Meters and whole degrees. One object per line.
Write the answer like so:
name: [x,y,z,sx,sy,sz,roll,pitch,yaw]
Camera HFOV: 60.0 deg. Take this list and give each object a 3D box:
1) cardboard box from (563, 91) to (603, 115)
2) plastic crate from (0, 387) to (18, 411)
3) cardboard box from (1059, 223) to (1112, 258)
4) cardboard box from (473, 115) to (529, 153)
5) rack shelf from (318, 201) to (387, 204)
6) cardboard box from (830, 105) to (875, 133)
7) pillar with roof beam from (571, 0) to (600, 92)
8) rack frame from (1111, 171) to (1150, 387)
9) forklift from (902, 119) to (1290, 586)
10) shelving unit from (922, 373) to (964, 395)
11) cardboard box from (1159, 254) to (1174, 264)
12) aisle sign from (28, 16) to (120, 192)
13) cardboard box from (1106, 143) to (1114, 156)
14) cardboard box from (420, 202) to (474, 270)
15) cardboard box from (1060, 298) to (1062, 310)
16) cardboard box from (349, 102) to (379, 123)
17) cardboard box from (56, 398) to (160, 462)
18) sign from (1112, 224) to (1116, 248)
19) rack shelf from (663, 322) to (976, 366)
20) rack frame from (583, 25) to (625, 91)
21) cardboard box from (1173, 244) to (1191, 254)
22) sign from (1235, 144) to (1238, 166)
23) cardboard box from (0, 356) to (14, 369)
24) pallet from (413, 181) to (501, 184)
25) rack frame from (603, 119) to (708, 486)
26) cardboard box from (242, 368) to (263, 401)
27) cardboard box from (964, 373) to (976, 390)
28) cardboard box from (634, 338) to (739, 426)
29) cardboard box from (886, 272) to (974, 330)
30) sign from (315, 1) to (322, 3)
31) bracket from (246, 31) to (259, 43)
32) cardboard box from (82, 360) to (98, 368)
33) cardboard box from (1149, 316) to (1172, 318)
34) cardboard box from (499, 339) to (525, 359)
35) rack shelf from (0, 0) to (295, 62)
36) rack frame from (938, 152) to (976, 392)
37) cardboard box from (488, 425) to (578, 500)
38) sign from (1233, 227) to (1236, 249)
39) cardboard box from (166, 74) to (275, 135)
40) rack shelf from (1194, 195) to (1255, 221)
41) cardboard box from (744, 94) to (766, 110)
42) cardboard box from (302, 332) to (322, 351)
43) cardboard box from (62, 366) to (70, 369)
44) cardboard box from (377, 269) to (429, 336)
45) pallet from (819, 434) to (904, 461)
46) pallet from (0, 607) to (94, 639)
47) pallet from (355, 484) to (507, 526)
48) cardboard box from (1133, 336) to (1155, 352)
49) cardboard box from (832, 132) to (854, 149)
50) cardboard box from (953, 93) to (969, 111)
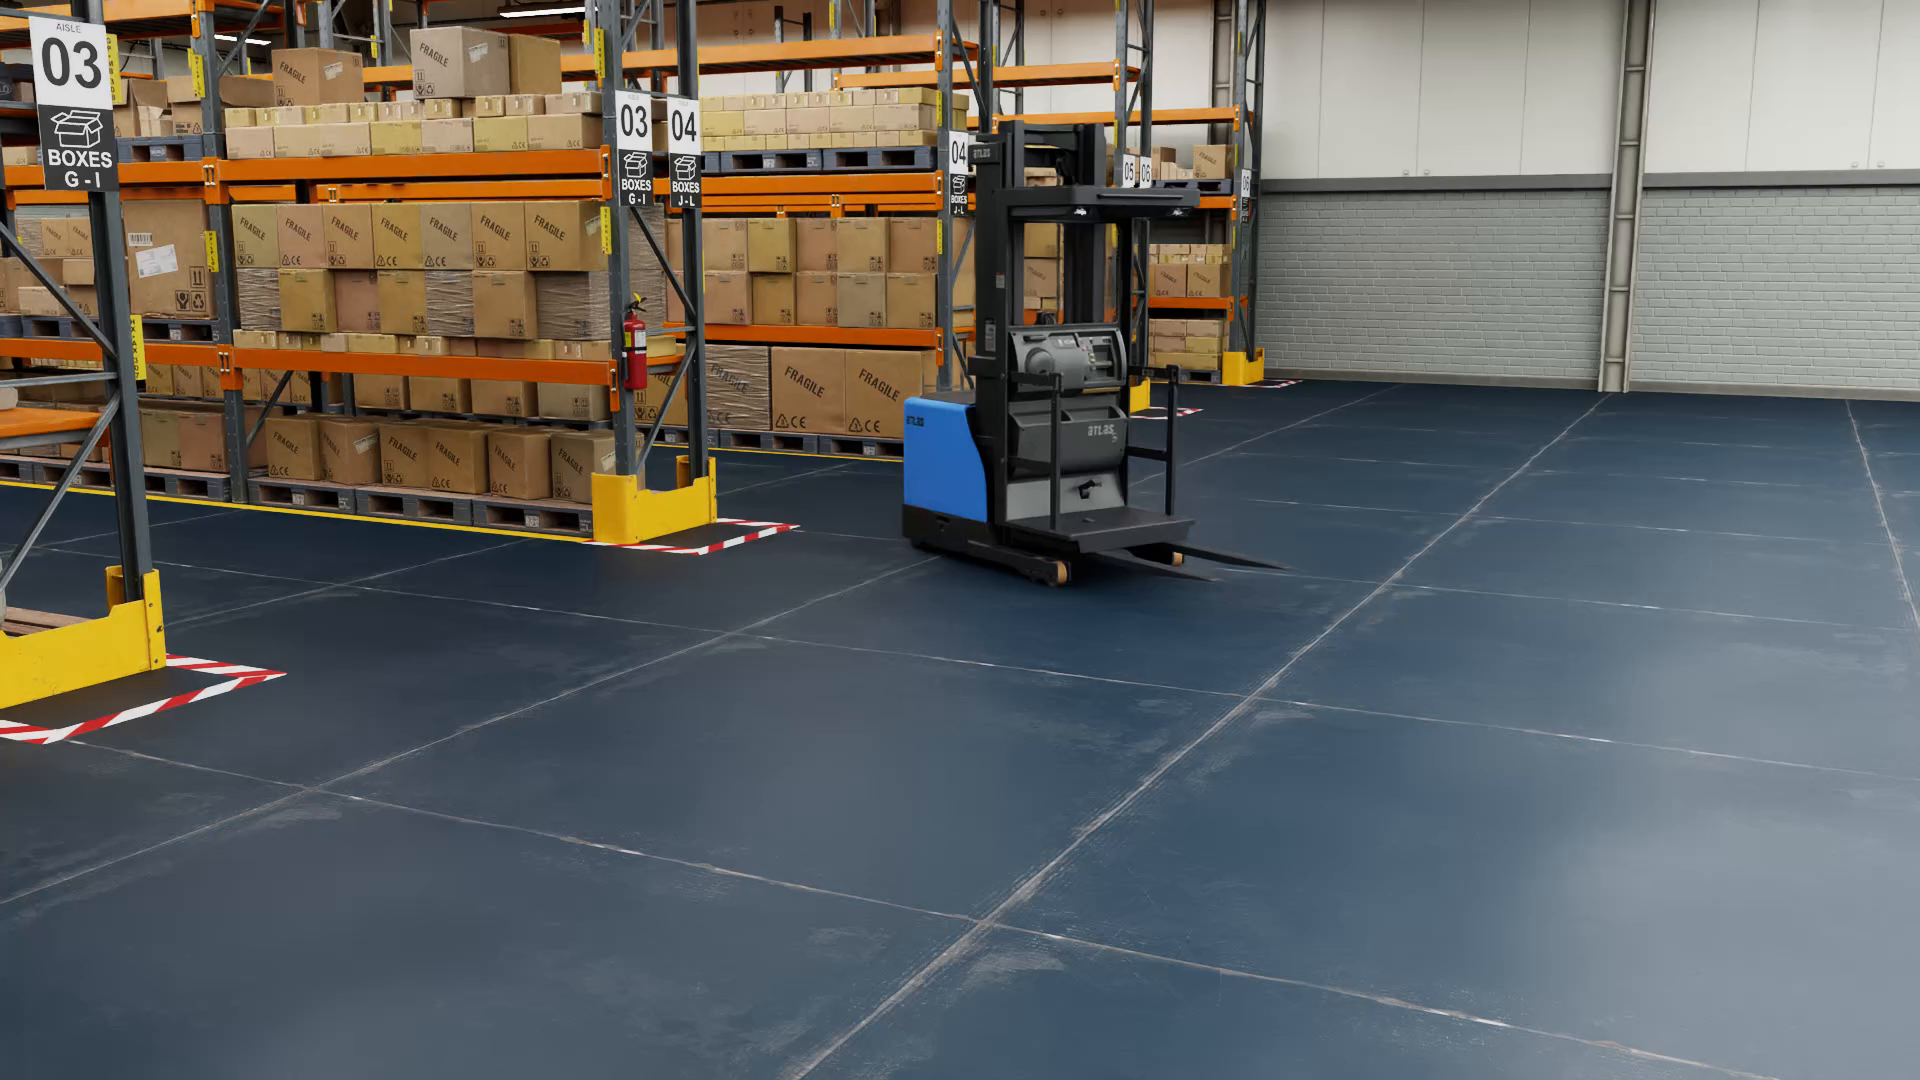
cardboard box: [-2.615,-3.111,11.874,0.250,0.149,0.380,5,11,26]
plastic crate: [-5.079,-0.741,8.644,0.250,0.136,0.298,5,11,26]
cardboard box: [1.603,-3.816,20.968,0.500,0.500,0.700,5,11,24]
cardboard box: [-3.221,-2.979,12.264,0.500,0.250,0.500,5,11,26]
rack shelf: [-10.398,-5.348,26.955,4.000,0.370,1.077,5,11,26]
cardboard box: [-0.953,-4.162,16.509,0.500,0.250,0.500,5,11,26]
pillar with roof beam: [-8.542,-7.325,27.435,0.548,9.000,9.100,5,11,26]
rack frame: [2.157,-3.123,21.063,0.127,3.000,1.000,5,11,26]
forklift: [0.850,-1.243,10.867,1.130,2.935,3.031,-7,13,-35]
shelving unit: [-0.124,-0.620,12.287,0.258,1.200,0.189,-7,13,-35]
cardboard box: [3.250,-4.334,25.652,0.250,0.149,0.380,5,11,25]
aisle sign: [-4.225,-2.070,7.943,0.004,0.787,0.394,5,11,26]
cardboard box: [1.723,-4.847,20.634,0.250,0.149,0.380,5,11,26]
cardboard box: [-3.728,-2.310,12.647,0.500,0.500,0.500,5,11,26]
cardboard box: [1.451,-2.997,21.072,0.250,0.149,0.380,5,11,25]
cardboard box: [-4.473,-3.282,12.822,0.250,0.149,0.380,5,11,25]
cardboard box: [-7.778,-1.022,15.239,0.500,0.500,0.700,6,12,31]
sign: [1.894,-3.761,20.450,0.005,0.325,0.100,5,11,26]
rack shelf: [-1.736,-2.128,17.585,4.000,0.370,1.077,5,11,26]
rack frame: [-6.411,-7.814,30.135,0.127,3.000,1.000,5,11,26]
cardboard box: [3.454,-4.456,25.491,0.250,0.149,0.380,5,12,27]
sign: [4.098,-5.703,24.633,0.005,0.325,0.100,5,11,26]
cardboard box: [-10.011,-1.389,16.272,0.875,0.875,1.225,4,11,23]
pallet: [-5.511,-4.208,19.166,1.213,0.211,1.003,6,12,28]
rack frame: [-2.228,-1.540,12.318,0.127,3.000,1.000,5,11,26]
cardboard box: [-8.768,-2.022,20.820,0.500,0.500,0.500,4,11,23]
cardboard box: [0.381,-2.080,21.840,0.500,0.250,0.500,5,11,24]
cardboard box: [-2.996,-1.740,18.208,0.875,0.875,0.875,5,11,27]
cardboard box: [-0.295,-2.420,16.759,0.550,0.550,0.875,5,11,26]
sign: [-7.348,-6.318,19.026,0.005,0.325,0.100,5,11,26]
bracket: [-14.672,-10.419,34.425,0.430,0.232,0.235,5,11,26]
cardboard box: [-11.385,-2.367,22.040,0.250,0.149,0.380,5,11,27]
cardboard box: [3.110,-3.410,26.381,0.500,0.250,0.500,5,11,25]
cardboard box: [-3.263,-1.460,12.577,0.250,0.149,0.380,5,11,26]
rack shelf: [-7.608,-4.414,14.495,4.000,0.370,1.077,5,11,26]
rack frame: [0.058,-2.324,16.651,0.127,3.000,1.000,5,11,26]
cardboard box: [-3.331,-0.610,13.020,0.500,0.500,0.500,9,14,41]
sign: [4.098,-4.517,24.848,0.005,0.325,0.100,5,11,26]
cardboard box: [-6.192,-3.642,14.038,0.637,0.503,0.797,4,11,23]
rack shelf: [2.557,-5.196,26.112,4.000,0.370,1.077,5,11,26]
cardboard box: [-1.989,-4.437,16.909,0.250,0.149,0.380,5,11,26]
cardboard box: [-5.072,-1.612,13.417,0.250,0.149,0.380,5,11,26]
cardboard box: [-11.805,-2.267,22.326,0.250,0.149,0.380,5,11,26]
cardboard box: [-4.083,-1.891,13.142,0.500,0.500,0.875,5,11,26]
pallet: [-0.694,-1.003,17.178,1.213,0.211,1.003,5,11,26]
pallet: [-5.234,0.560,8.545,1.213,0.211,1.003,5,11,26]
pallet: [-4.099,-0.340,13.516,1.213,0.211,1.003,5,11,26]
cardboard box: [2.858,-3.083,25.978,0.500,0.250,0.500,5,11,25]
cardboard box: [-1.073,-3.965,16.537,0.250,0.149,0.380,5,11,26]
cardboard box: [-0.101,-4.402,16.715,0.250,0.149,0.380,5,11,26]
